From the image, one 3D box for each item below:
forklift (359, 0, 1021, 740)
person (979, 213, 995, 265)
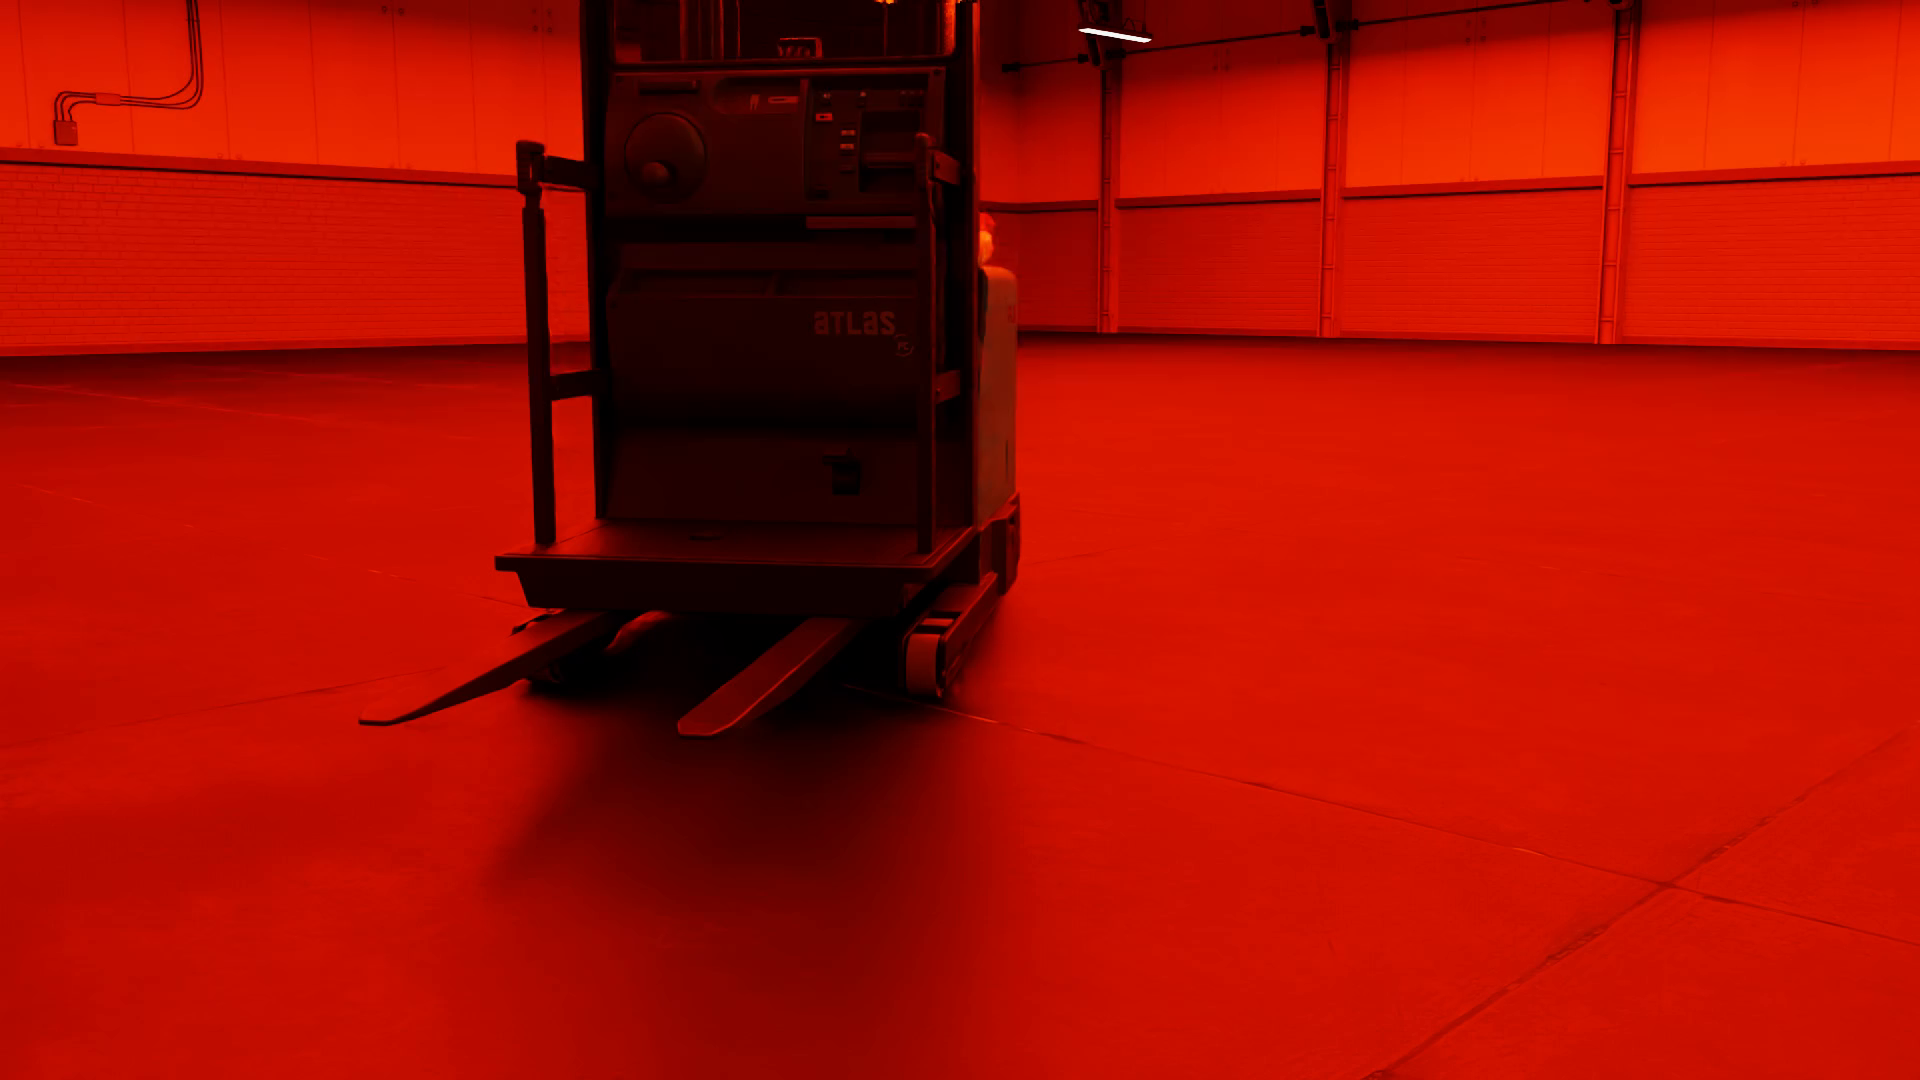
[{"bbox_3d":[-0.531,-1.114,4.269,1.130,2.935,3.031,1,9,9],"label":"forklift"},{"bbox_3d":[-0.108,-0.866,7.031,0.709,1.596,1.109,8,11,41],"label":"person"}]
